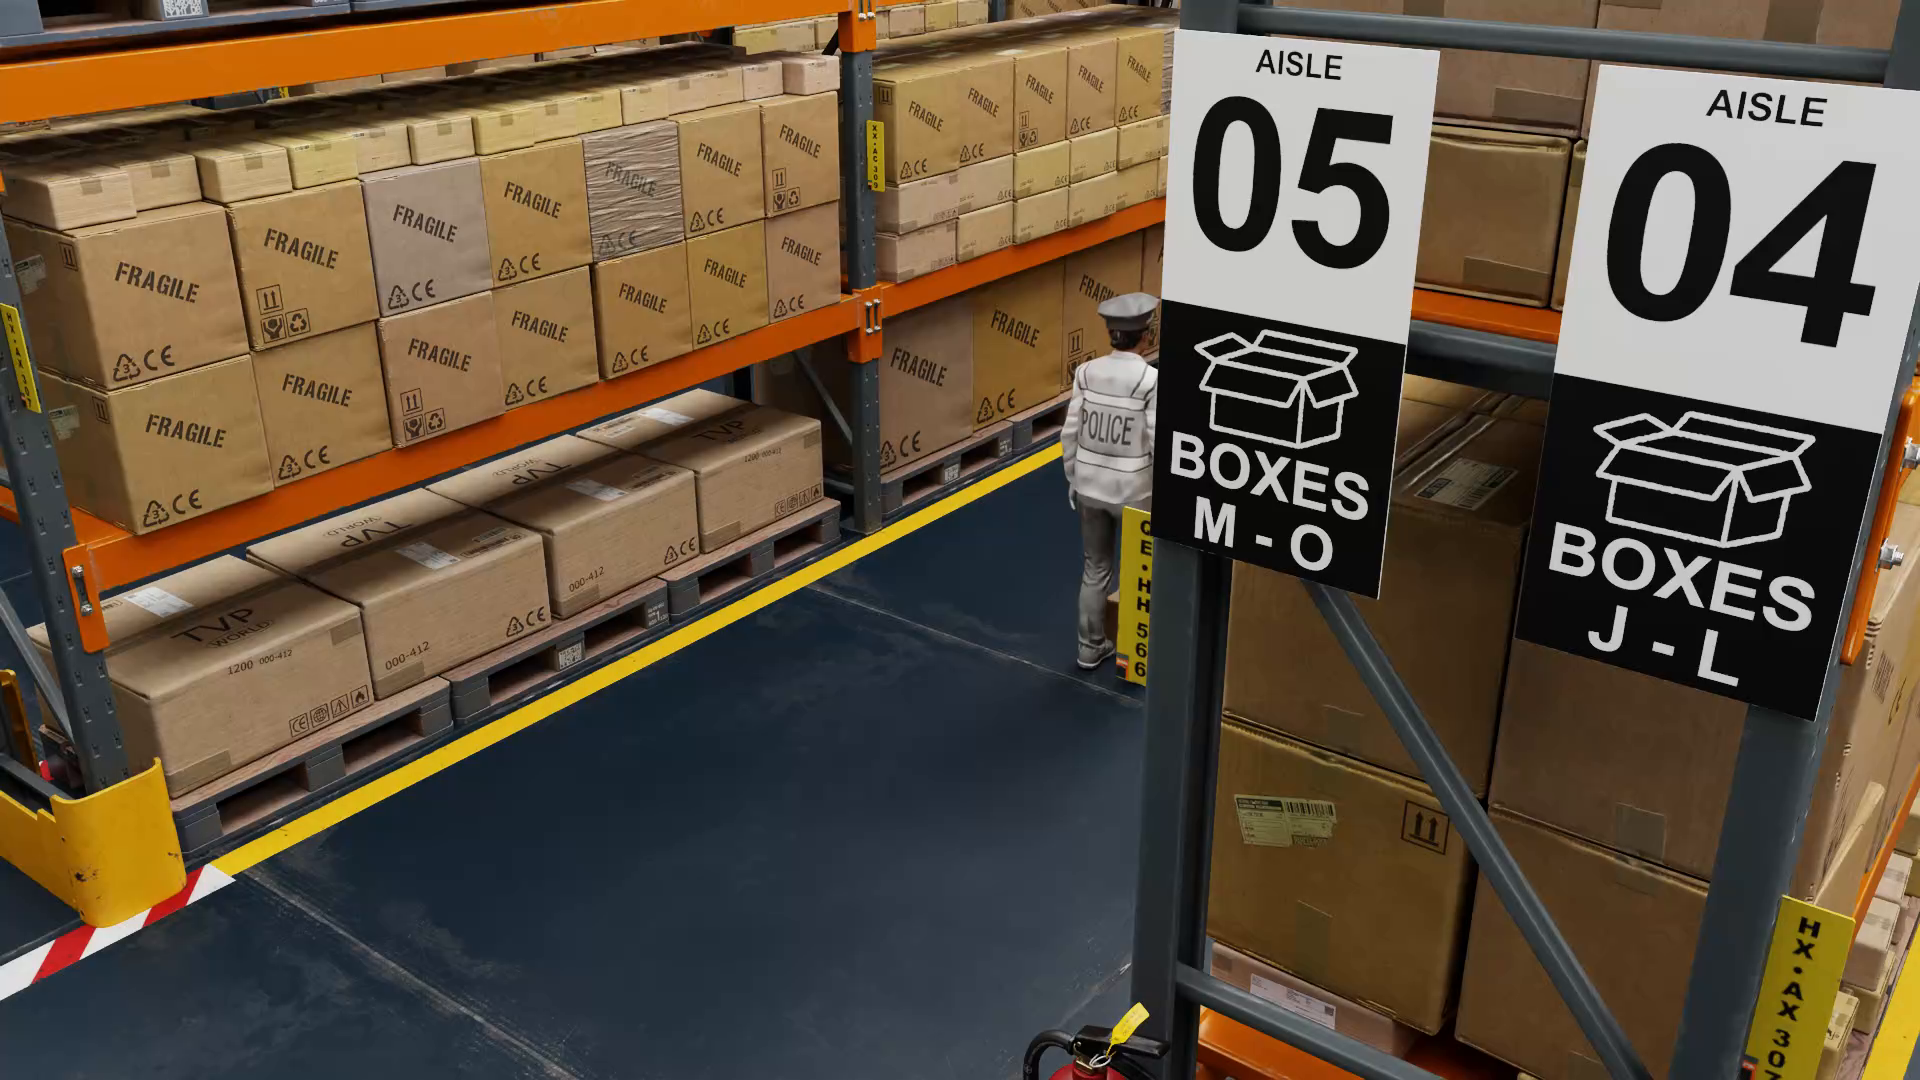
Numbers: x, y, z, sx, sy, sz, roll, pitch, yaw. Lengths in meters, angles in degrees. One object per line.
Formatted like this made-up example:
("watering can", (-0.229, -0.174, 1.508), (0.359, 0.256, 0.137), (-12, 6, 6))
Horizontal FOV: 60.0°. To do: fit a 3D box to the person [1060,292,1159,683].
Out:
("person", (0.681, -0.202, 7.058), (0.531, 1.661, 0.375), (15, 28, 31))
